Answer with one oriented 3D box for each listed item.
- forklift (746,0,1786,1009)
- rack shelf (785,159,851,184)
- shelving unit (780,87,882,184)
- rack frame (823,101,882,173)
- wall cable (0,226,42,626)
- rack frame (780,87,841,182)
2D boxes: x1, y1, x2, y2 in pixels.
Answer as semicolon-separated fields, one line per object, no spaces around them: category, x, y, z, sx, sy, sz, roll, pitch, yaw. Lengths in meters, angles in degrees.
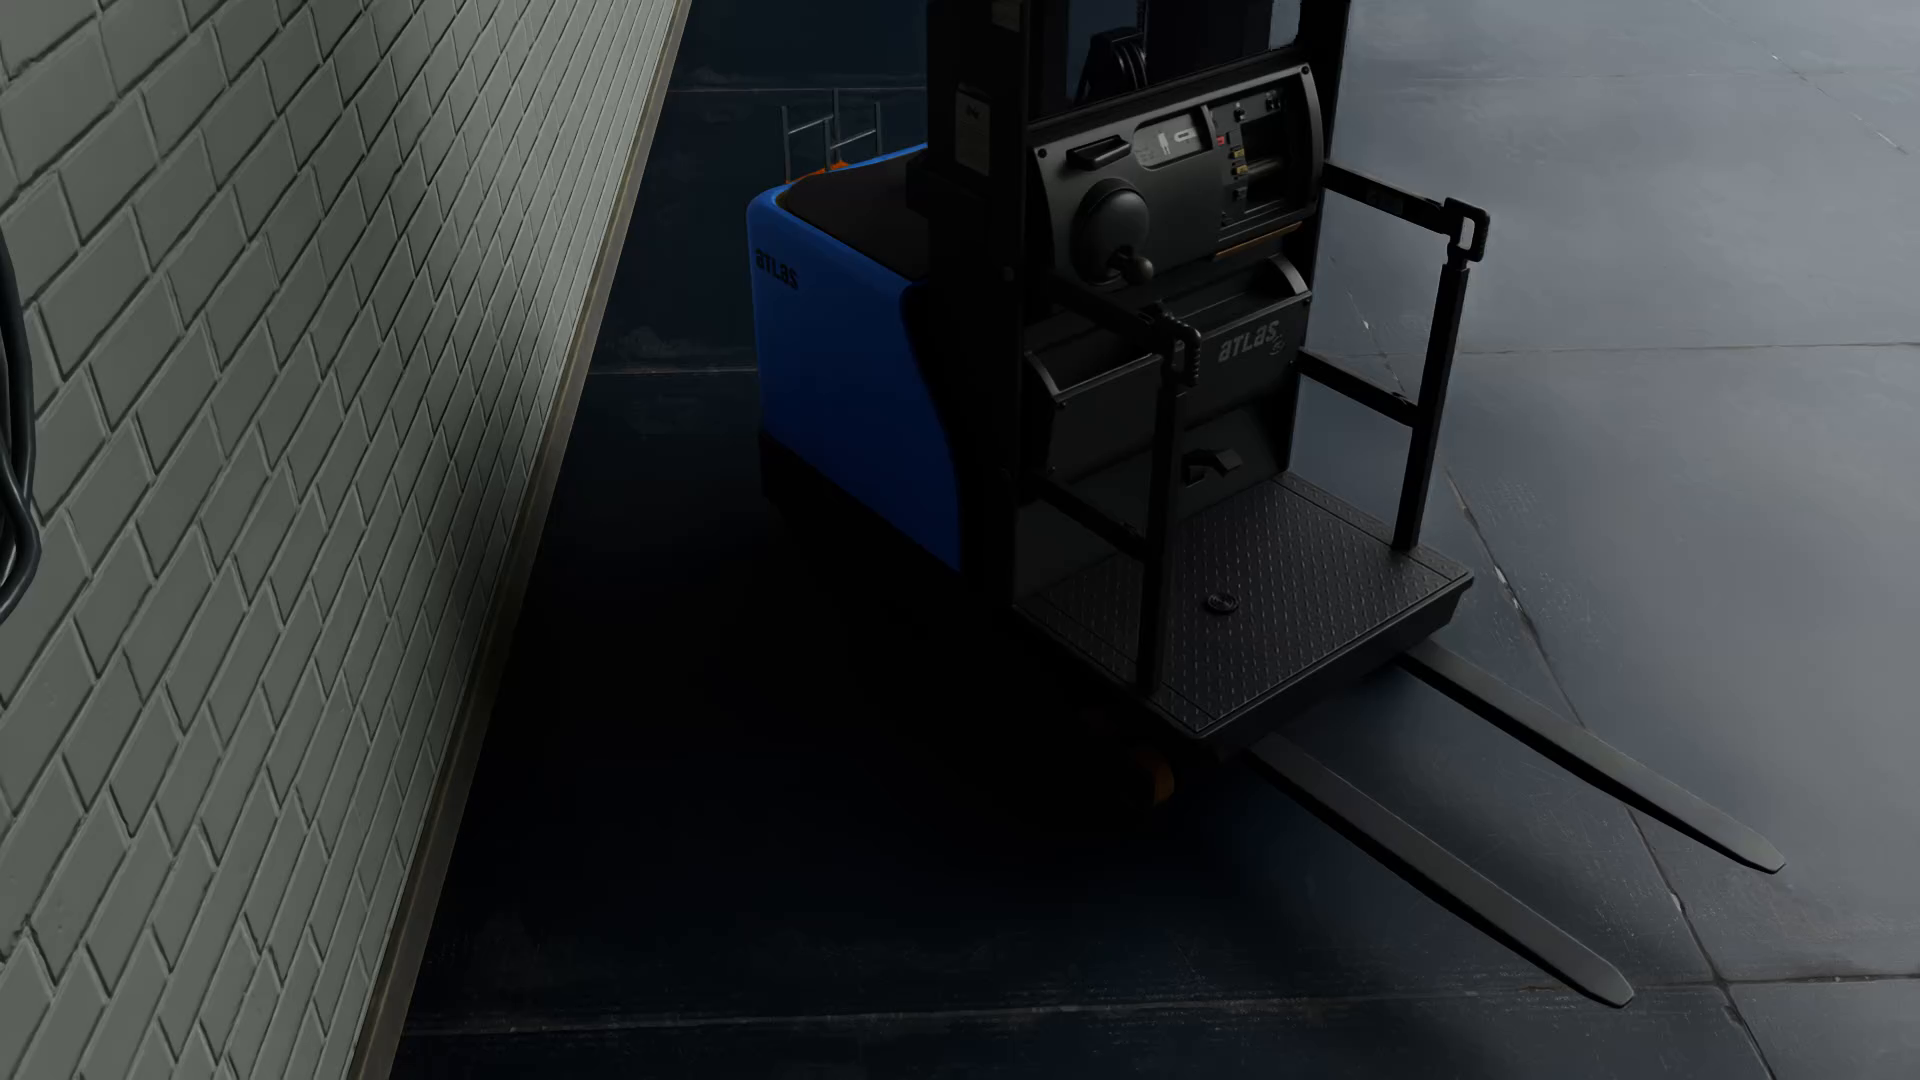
forklift;0.680;-0.839;3.886;1.130;2.935;3.031;-25;42;-31
rack shelf;-0.394;-1.090;5.216;0.180;0.103;0.258;27;43;33
shelving unit;-0.394;-0.830;5.395;0.189;1.200;0.258;27;43;33
rack frame;-0.326;-0.796;5.345;0.006;1.200;0.240;27;43;33
wall cable;-1.115;-0.200;0.360;0.112;2.526;3.097;-2;35;-2
rack frame;-0.462;-0.865;5.445;0.006;1.200;0.240;27;43;33
